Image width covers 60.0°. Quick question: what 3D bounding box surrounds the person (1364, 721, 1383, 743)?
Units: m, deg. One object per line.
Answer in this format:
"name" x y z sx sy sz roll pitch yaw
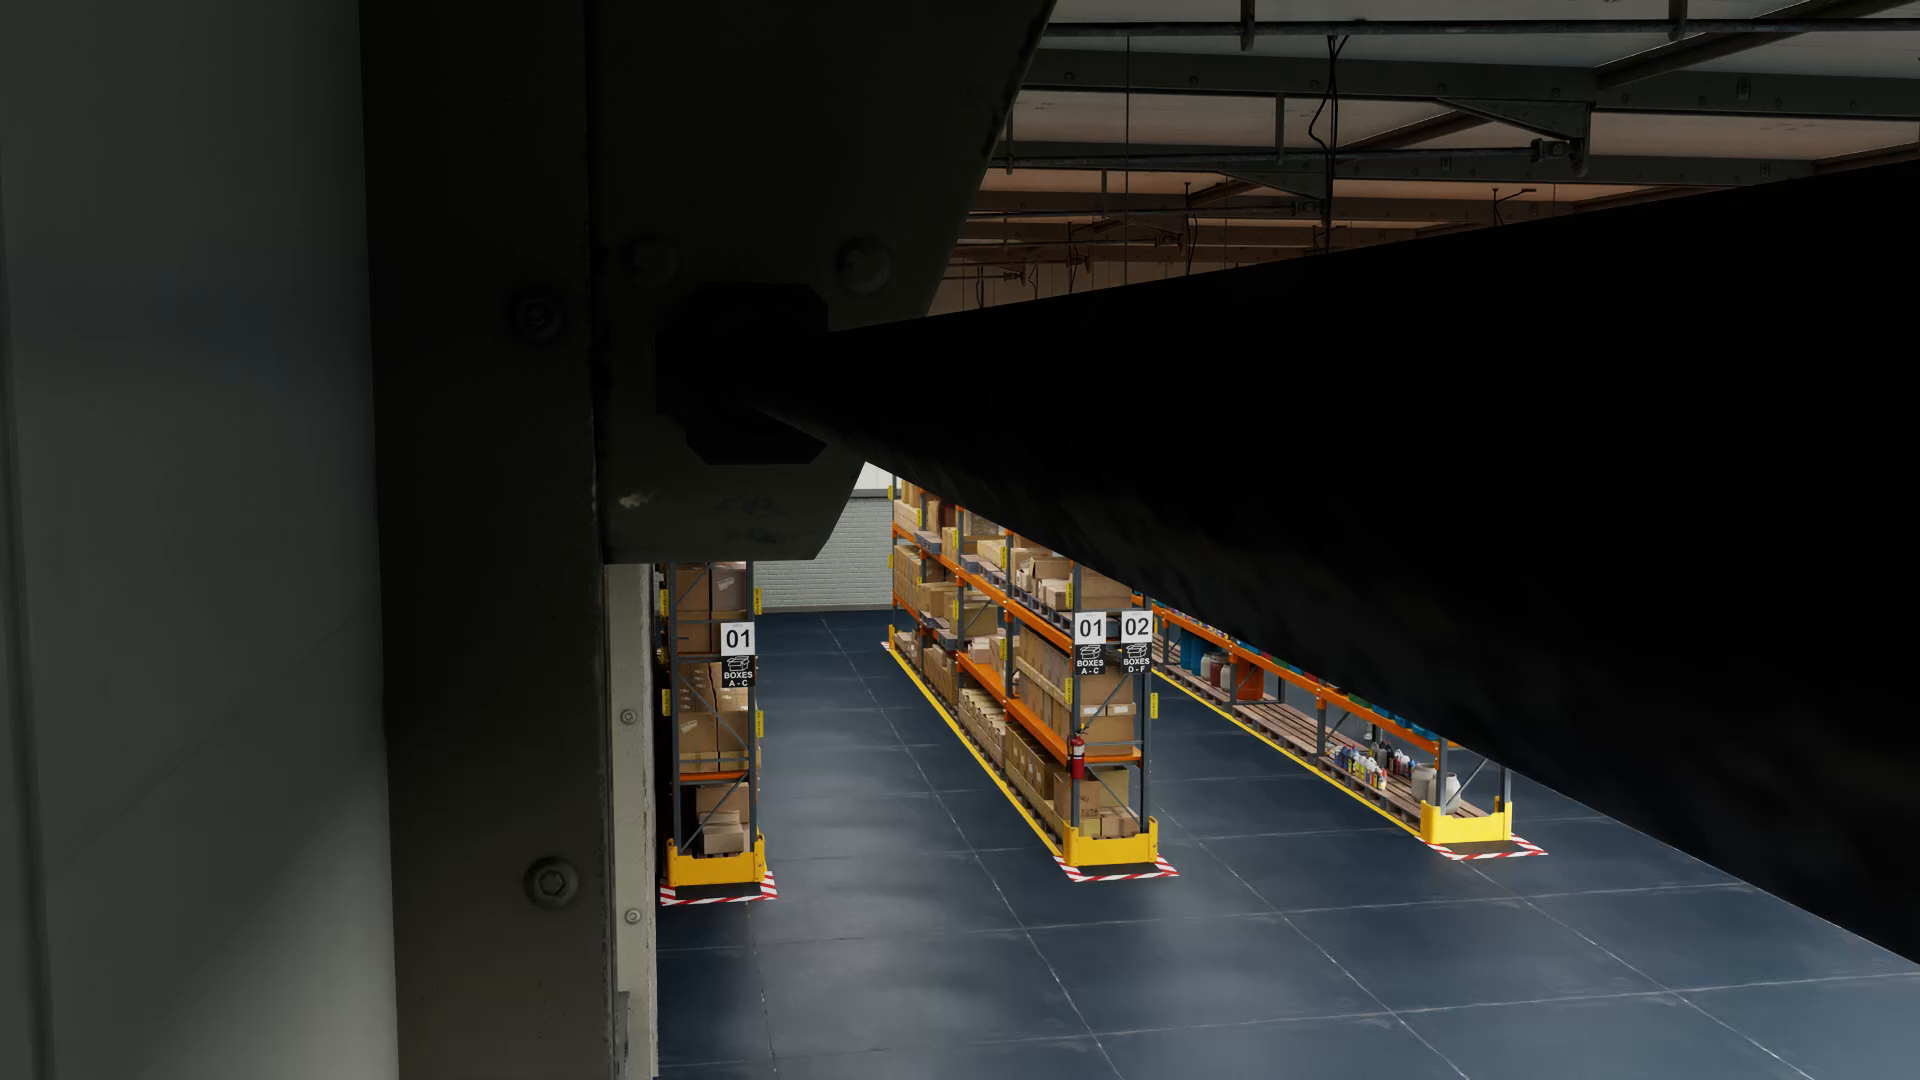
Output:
"person" 6.857 2.543 27.710 0.390 1.609 0.518 -4 7 -31
